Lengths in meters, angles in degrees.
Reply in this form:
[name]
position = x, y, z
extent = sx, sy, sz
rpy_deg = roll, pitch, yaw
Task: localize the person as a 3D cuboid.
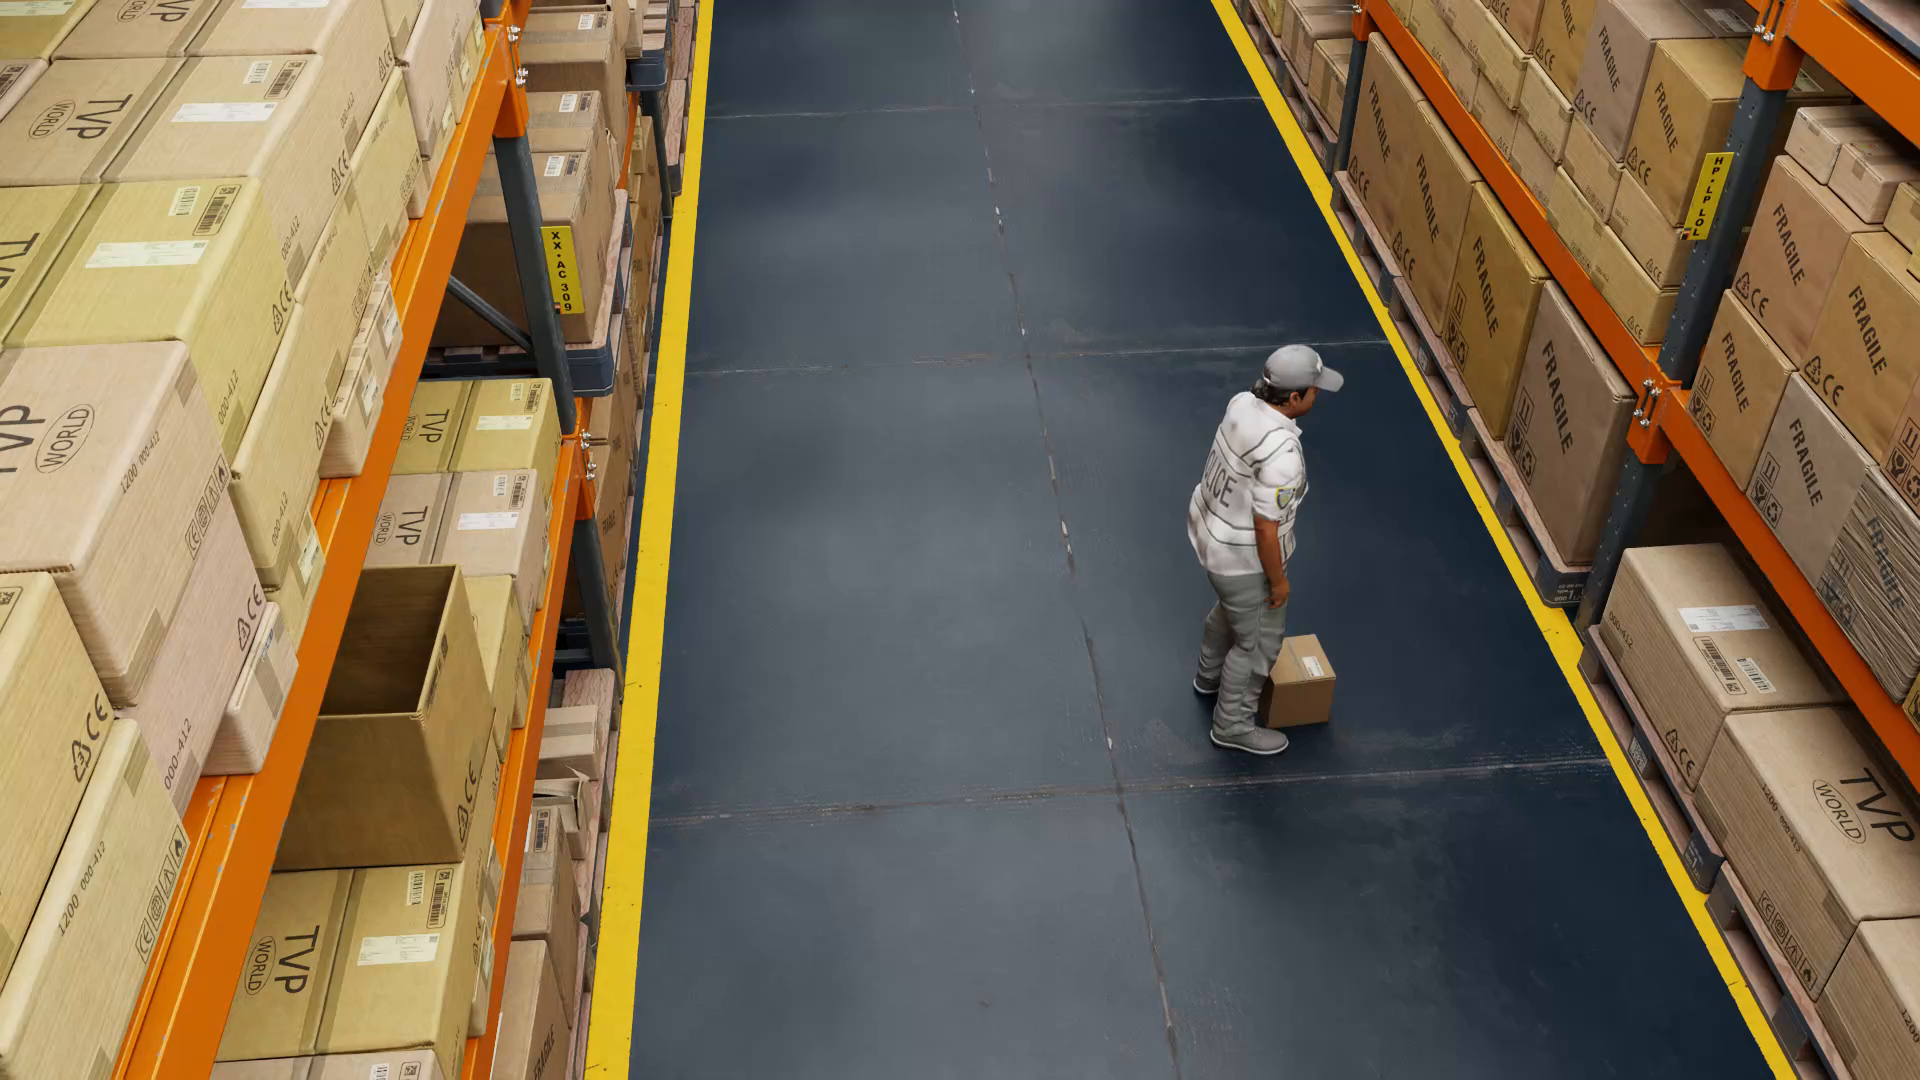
[person]
position = 1.090, 0.026, 6.118
extent = 0.468, 1.666, 0.564
rpy_deg = -5, 40, -6
